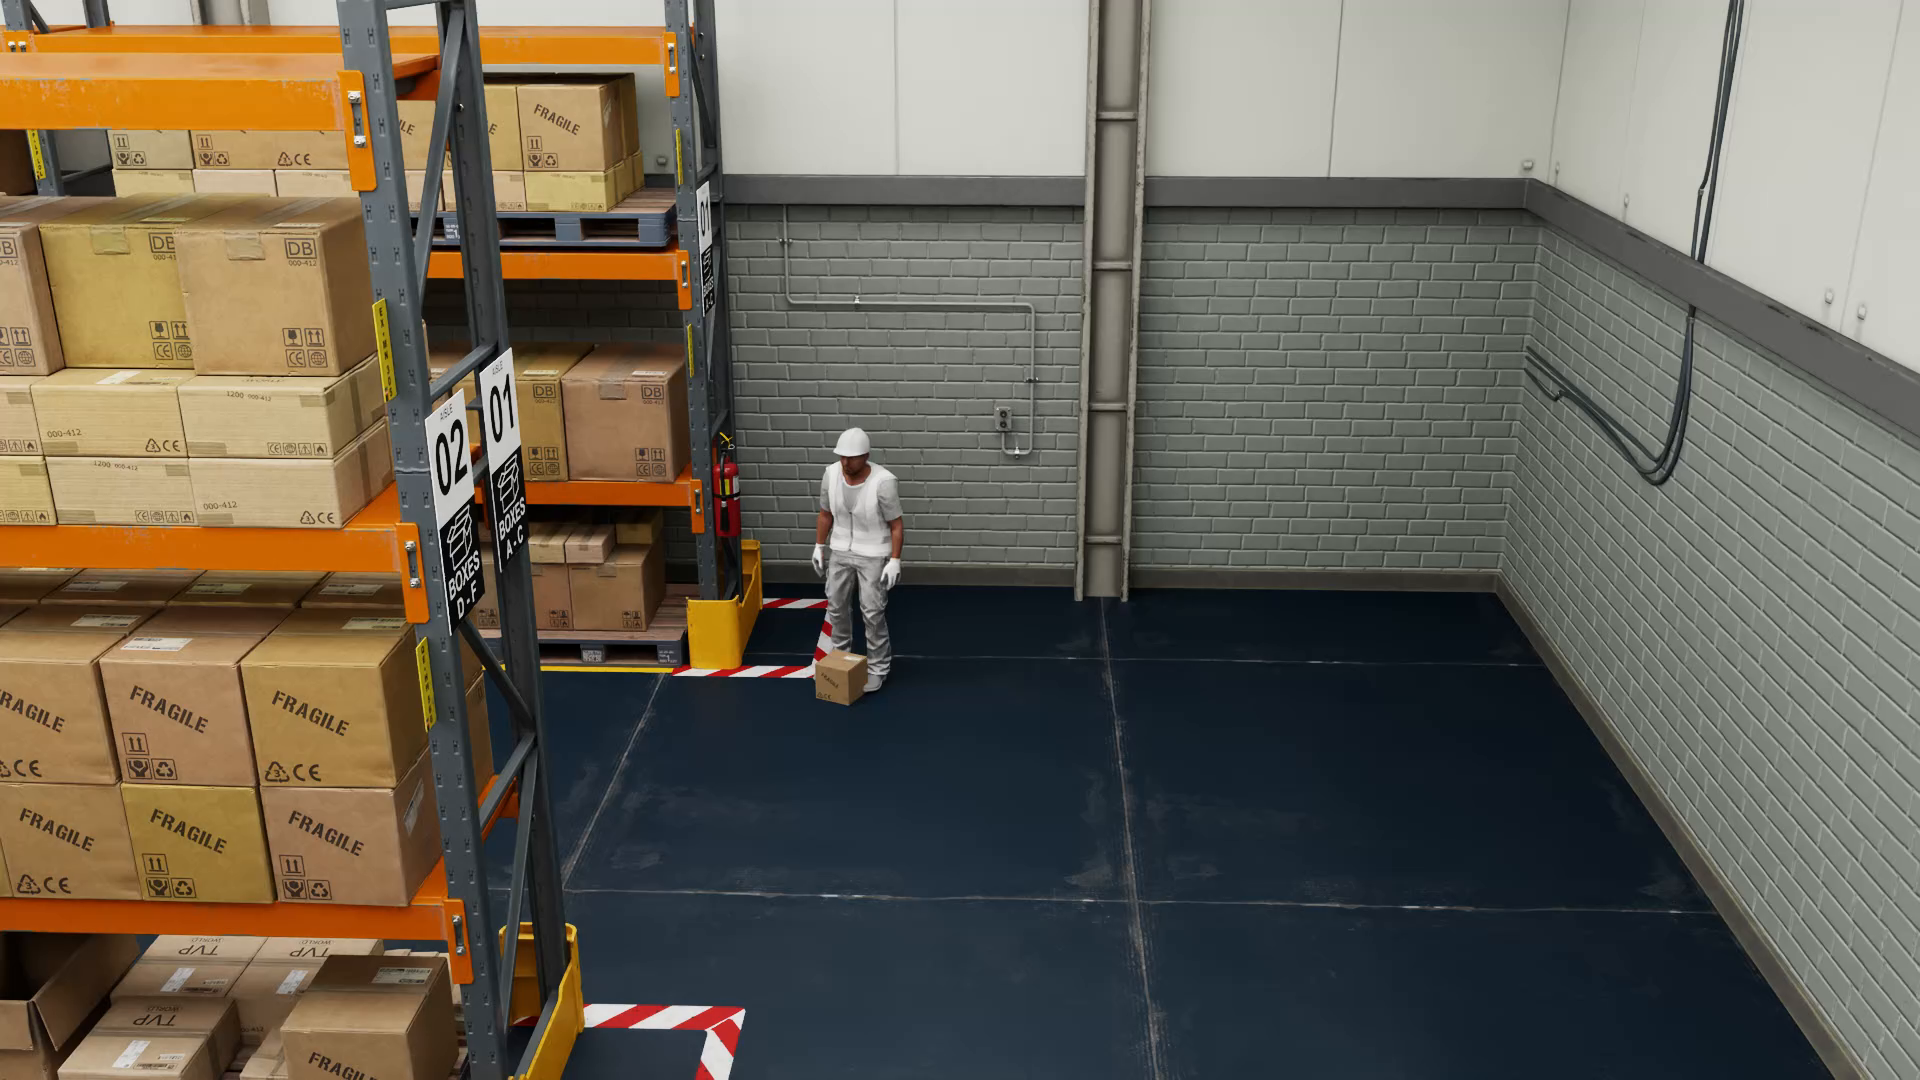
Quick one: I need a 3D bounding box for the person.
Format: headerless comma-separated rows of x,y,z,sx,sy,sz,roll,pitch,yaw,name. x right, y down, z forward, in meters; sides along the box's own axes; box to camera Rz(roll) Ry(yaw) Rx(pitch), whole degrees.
-0.658,0.112,10.761,0.631,1.776,0.443,10,23,24,person
